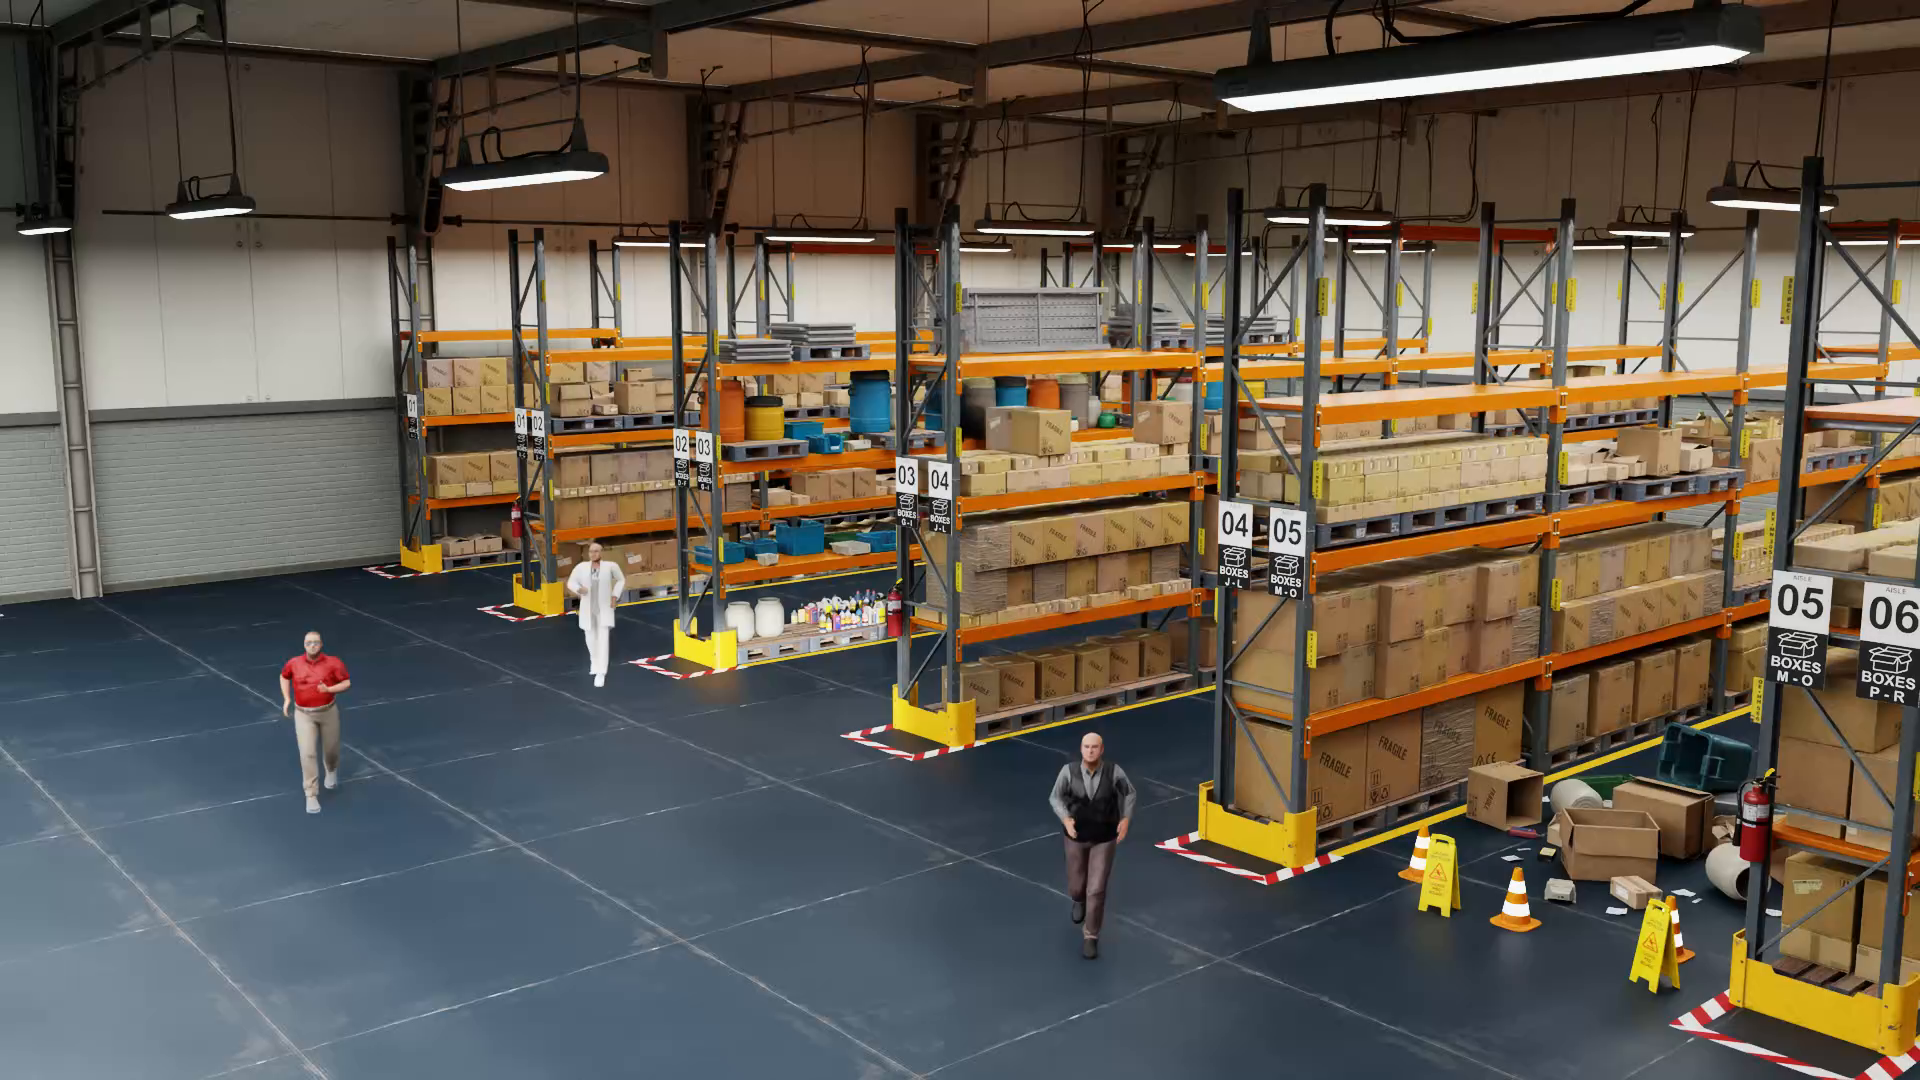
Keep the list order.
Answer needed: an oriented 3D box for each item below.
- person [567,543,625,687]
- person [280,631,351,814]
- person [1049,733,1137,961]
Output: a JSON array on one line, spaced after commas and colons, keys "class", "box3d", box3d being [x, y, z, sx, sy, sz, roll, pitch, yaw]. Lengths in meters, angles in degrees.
[{"class": "person", "box3d": [-4.772, 0.941, 21.750, 0.713, 1.806, 0.944, 0, 9, 0]}, {"class": "person", "box3d": [-6.406, 1.760, 16.570, 0.660, 1.718, 0.967, -3, 9, -20]}, {"class": "person", "box3d": [1.041, 2.344, 13.059, 0.683, 1.722, 0.770, 1, 9, 8]}]
